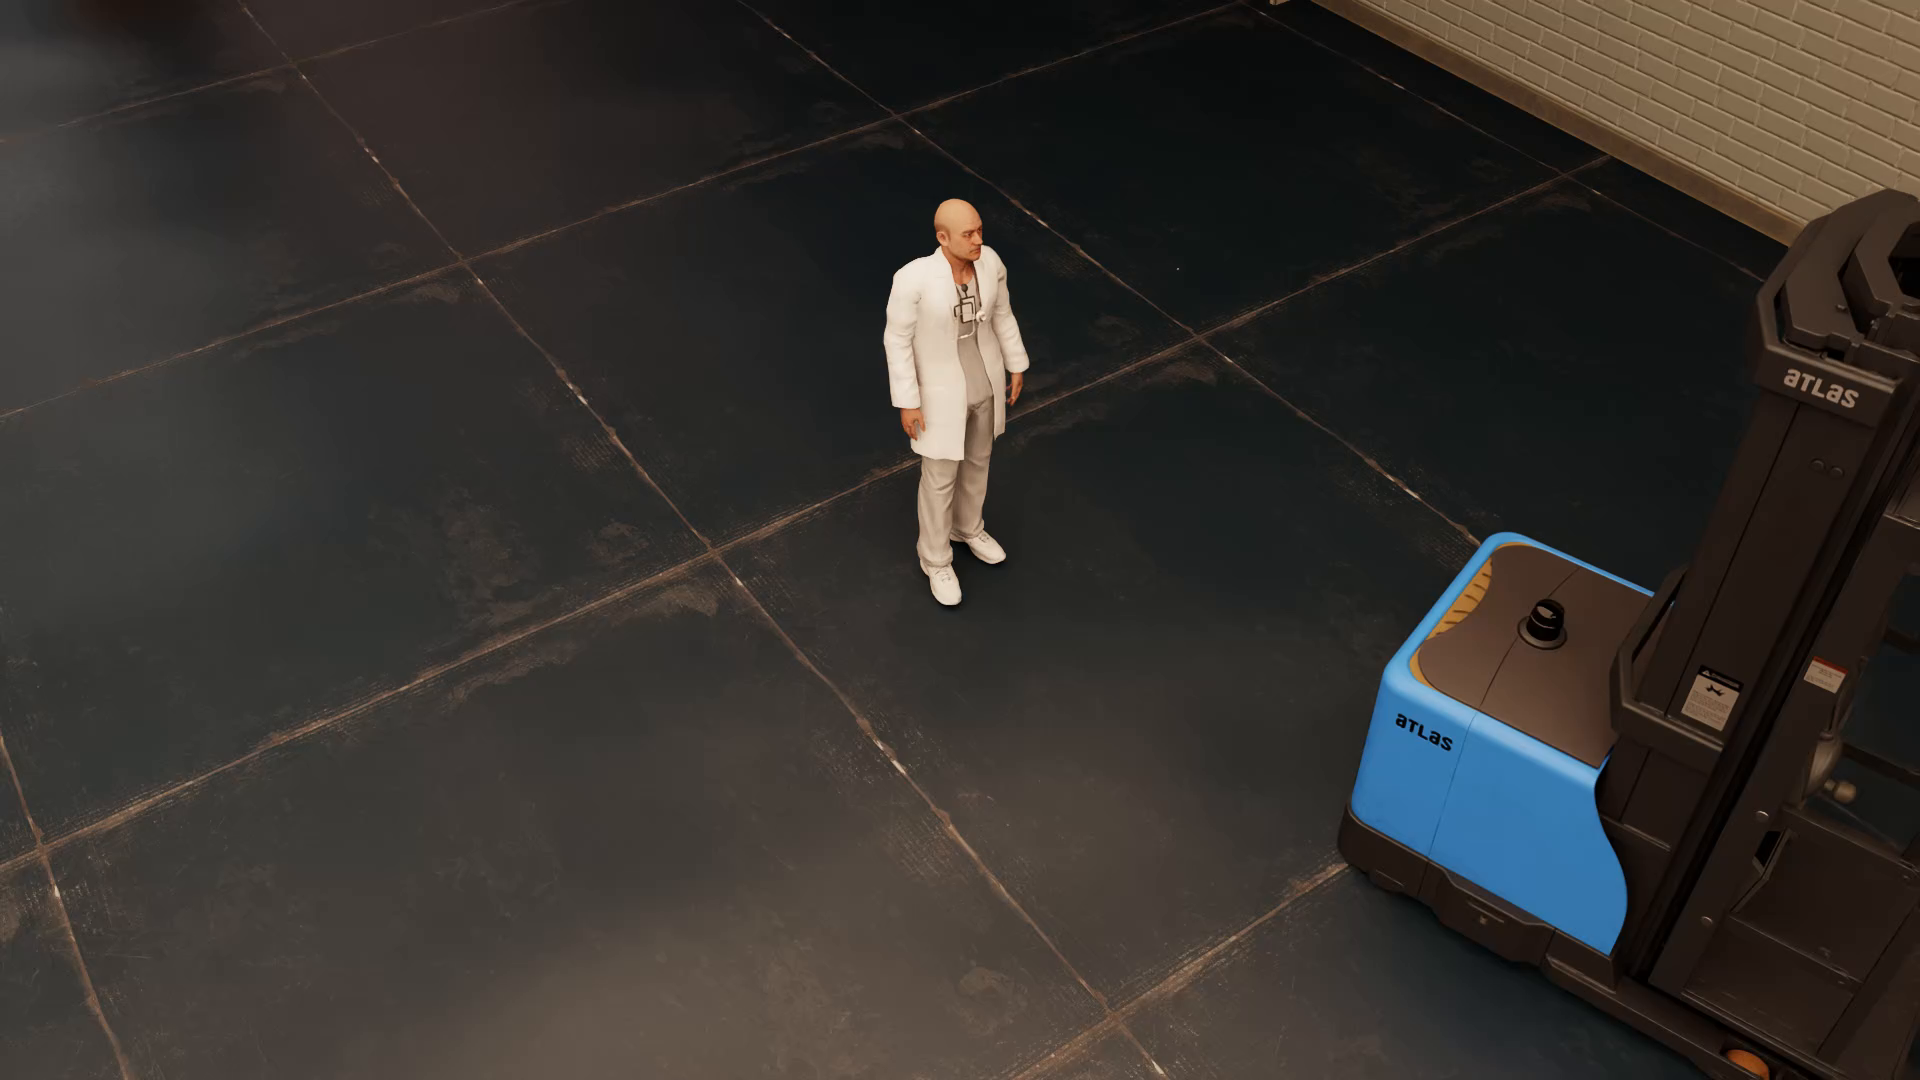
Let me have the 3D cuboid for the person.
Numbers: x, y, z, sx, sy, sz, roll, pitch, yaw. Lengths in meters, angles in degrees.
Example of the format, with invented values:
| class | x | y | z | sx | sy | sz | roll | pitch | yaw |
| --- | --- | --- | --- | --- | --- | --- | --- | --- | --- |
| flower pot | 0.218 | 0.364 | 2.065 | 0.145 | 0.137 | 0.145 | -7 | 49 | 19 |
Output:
| class | x | y | z | sx | sy | sz | roll | pitch | yaw |
| --- | --- | --- | --- | --- | --- | --- | --- | --- | --- |
| person | 0.049 | -0.606 | 7.214 | 0.696 | 1.777 | 0.578 | -25 | 48 | -25 |

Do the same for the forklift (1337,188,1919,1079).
| class | x | y | z | sx | sy | sz | roll | pitch | yaw |
| --- | --- | --- | --- | --- | --- | --- | --- | --- | --- |
| forklift | 2.948 | 0.524 | 5.147 | 3.031 | 2.935 | 1.130 | 27 | 49 | 27 |
